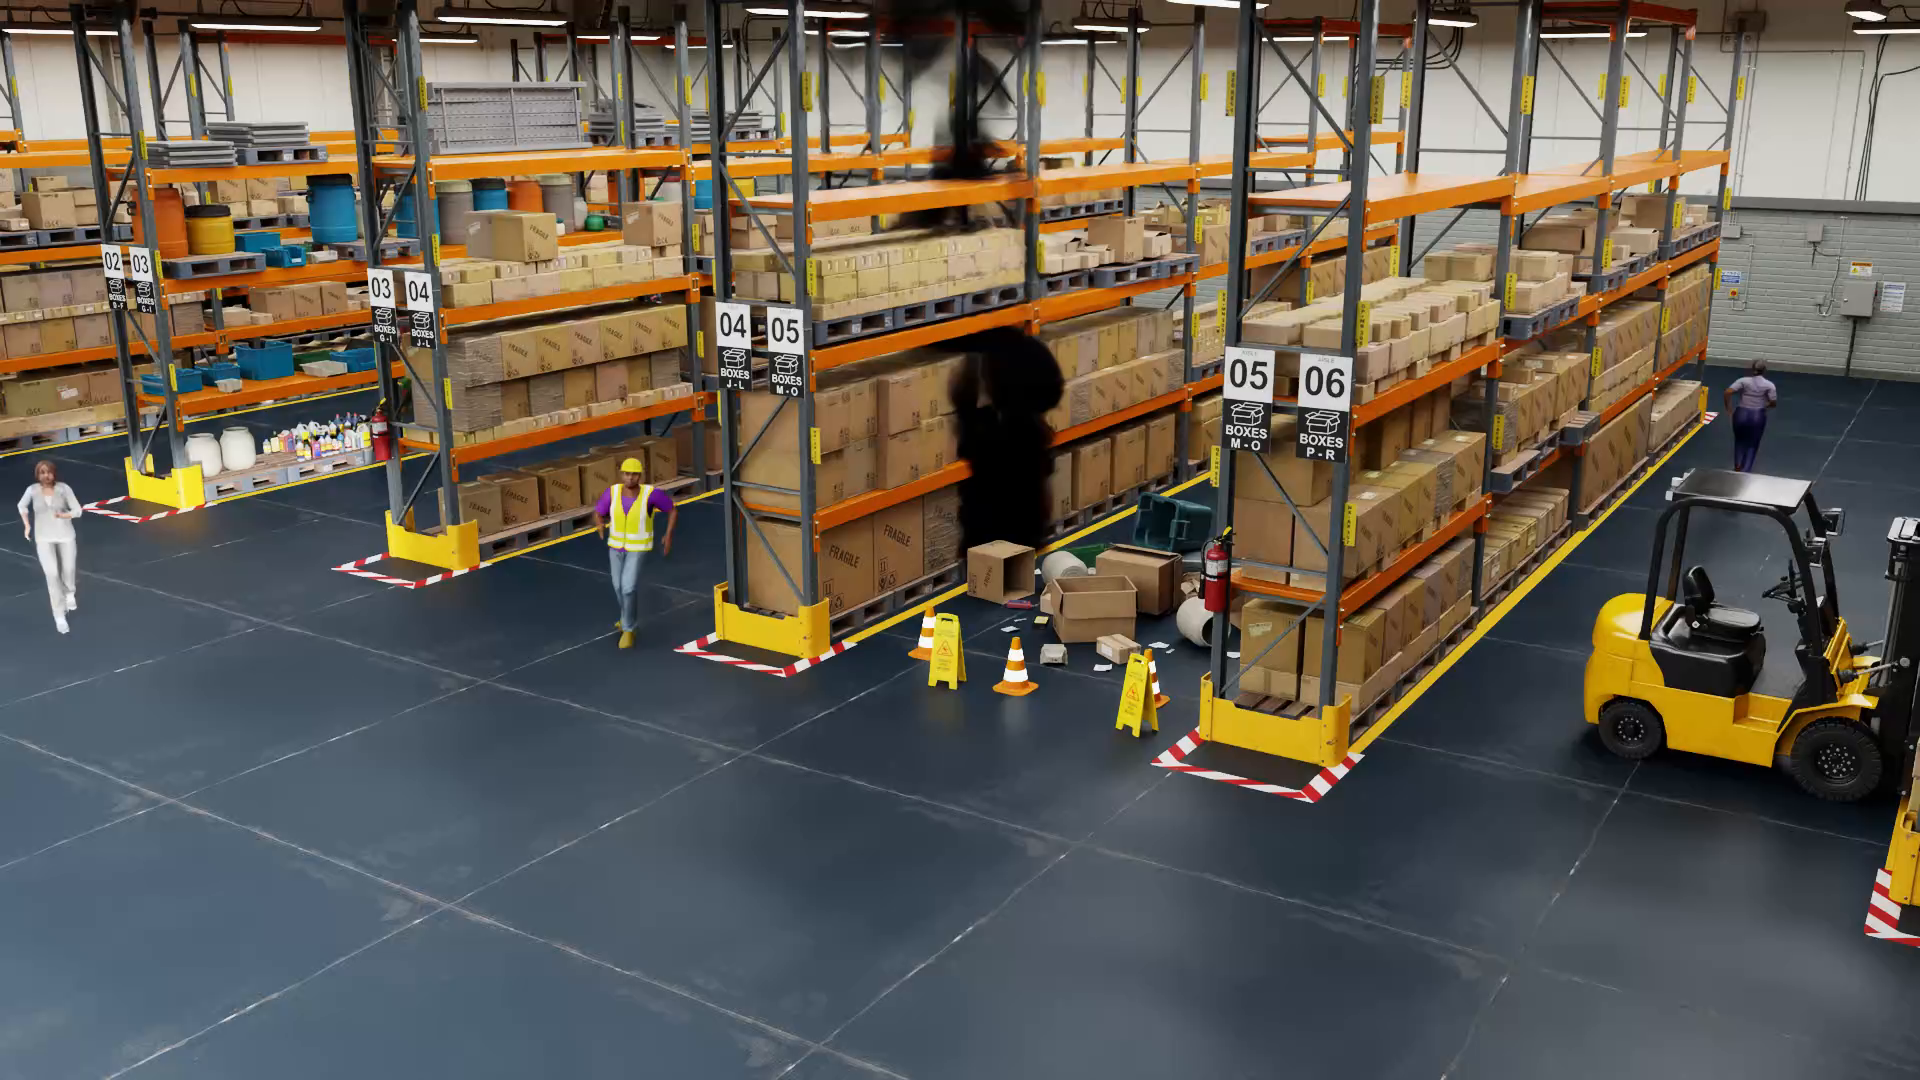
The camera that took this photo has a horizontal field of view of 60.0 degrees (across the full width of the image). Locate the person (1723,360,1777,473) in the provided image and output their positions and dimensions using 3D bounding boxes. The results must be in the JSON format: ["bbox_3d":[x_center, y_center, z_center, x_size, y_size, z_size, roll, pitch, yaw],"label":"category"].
[{"bbox_3d":[10.341,-1.543,21.805,0.610,1.666,0.706,11,19,34],"label":"person"}]

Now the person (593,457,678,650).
[{"bbox_3d":[-3.086,0.097,15.651,0.759,1.788,0.696,3,16,12],"label":"person"}]

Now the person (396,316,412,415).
[{"bbox_3d":[-8.746,-2.946,26.448,0.634,1.771,0.984,8,17,26],"label":"person"}]

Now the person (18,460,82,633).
[{"bbox_3d":[-8.771,0.014,16.121,0.521,1.620,0.819,-10,18,-31],"label":"person"}]
